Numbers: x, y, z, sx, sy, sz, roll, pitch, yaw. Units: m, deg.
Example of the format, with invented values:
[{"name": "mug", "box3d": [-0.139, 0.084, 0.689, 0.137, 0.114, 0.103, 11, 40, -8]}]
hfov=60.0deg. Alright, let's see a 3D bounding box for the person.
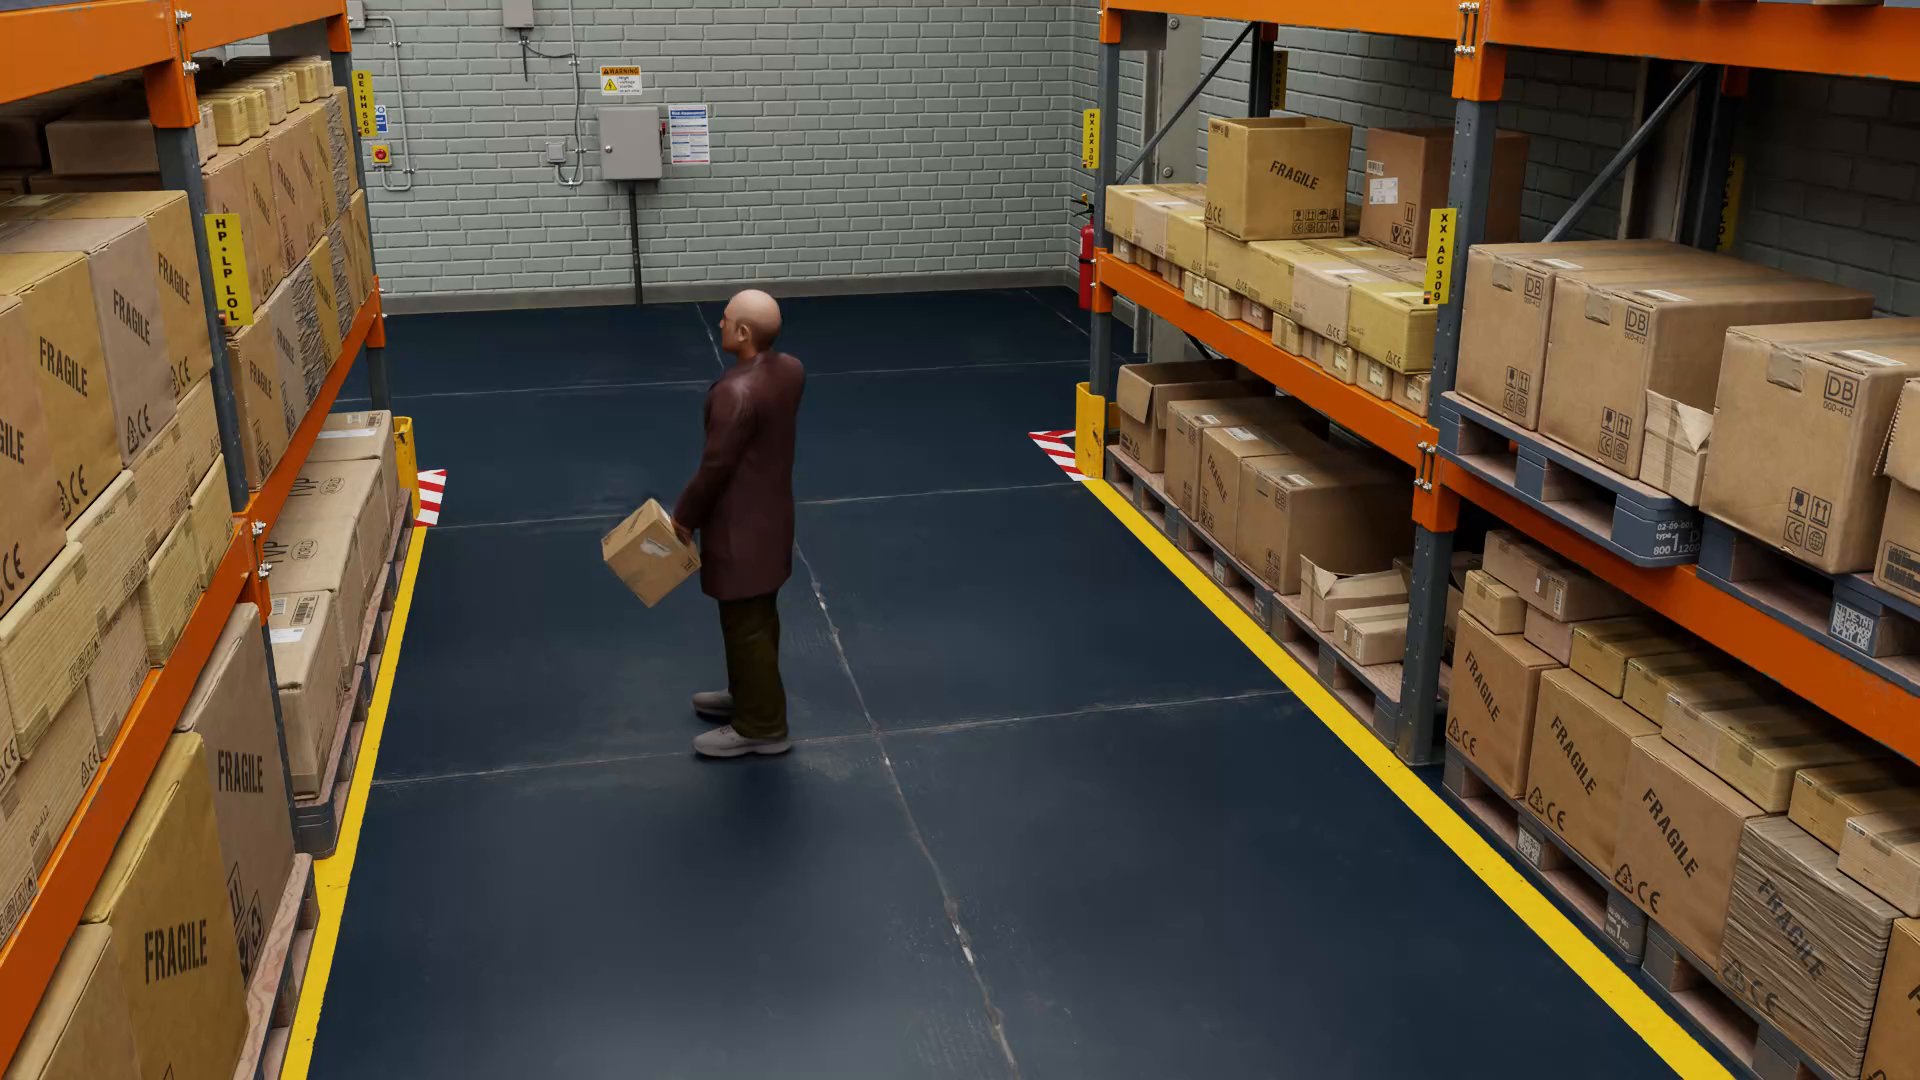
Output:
[{"name": "person", "box3d": [-0.883, -0.062, 6.237, 0.557, 1.781, 0.579, 6, 20, 18]}]
